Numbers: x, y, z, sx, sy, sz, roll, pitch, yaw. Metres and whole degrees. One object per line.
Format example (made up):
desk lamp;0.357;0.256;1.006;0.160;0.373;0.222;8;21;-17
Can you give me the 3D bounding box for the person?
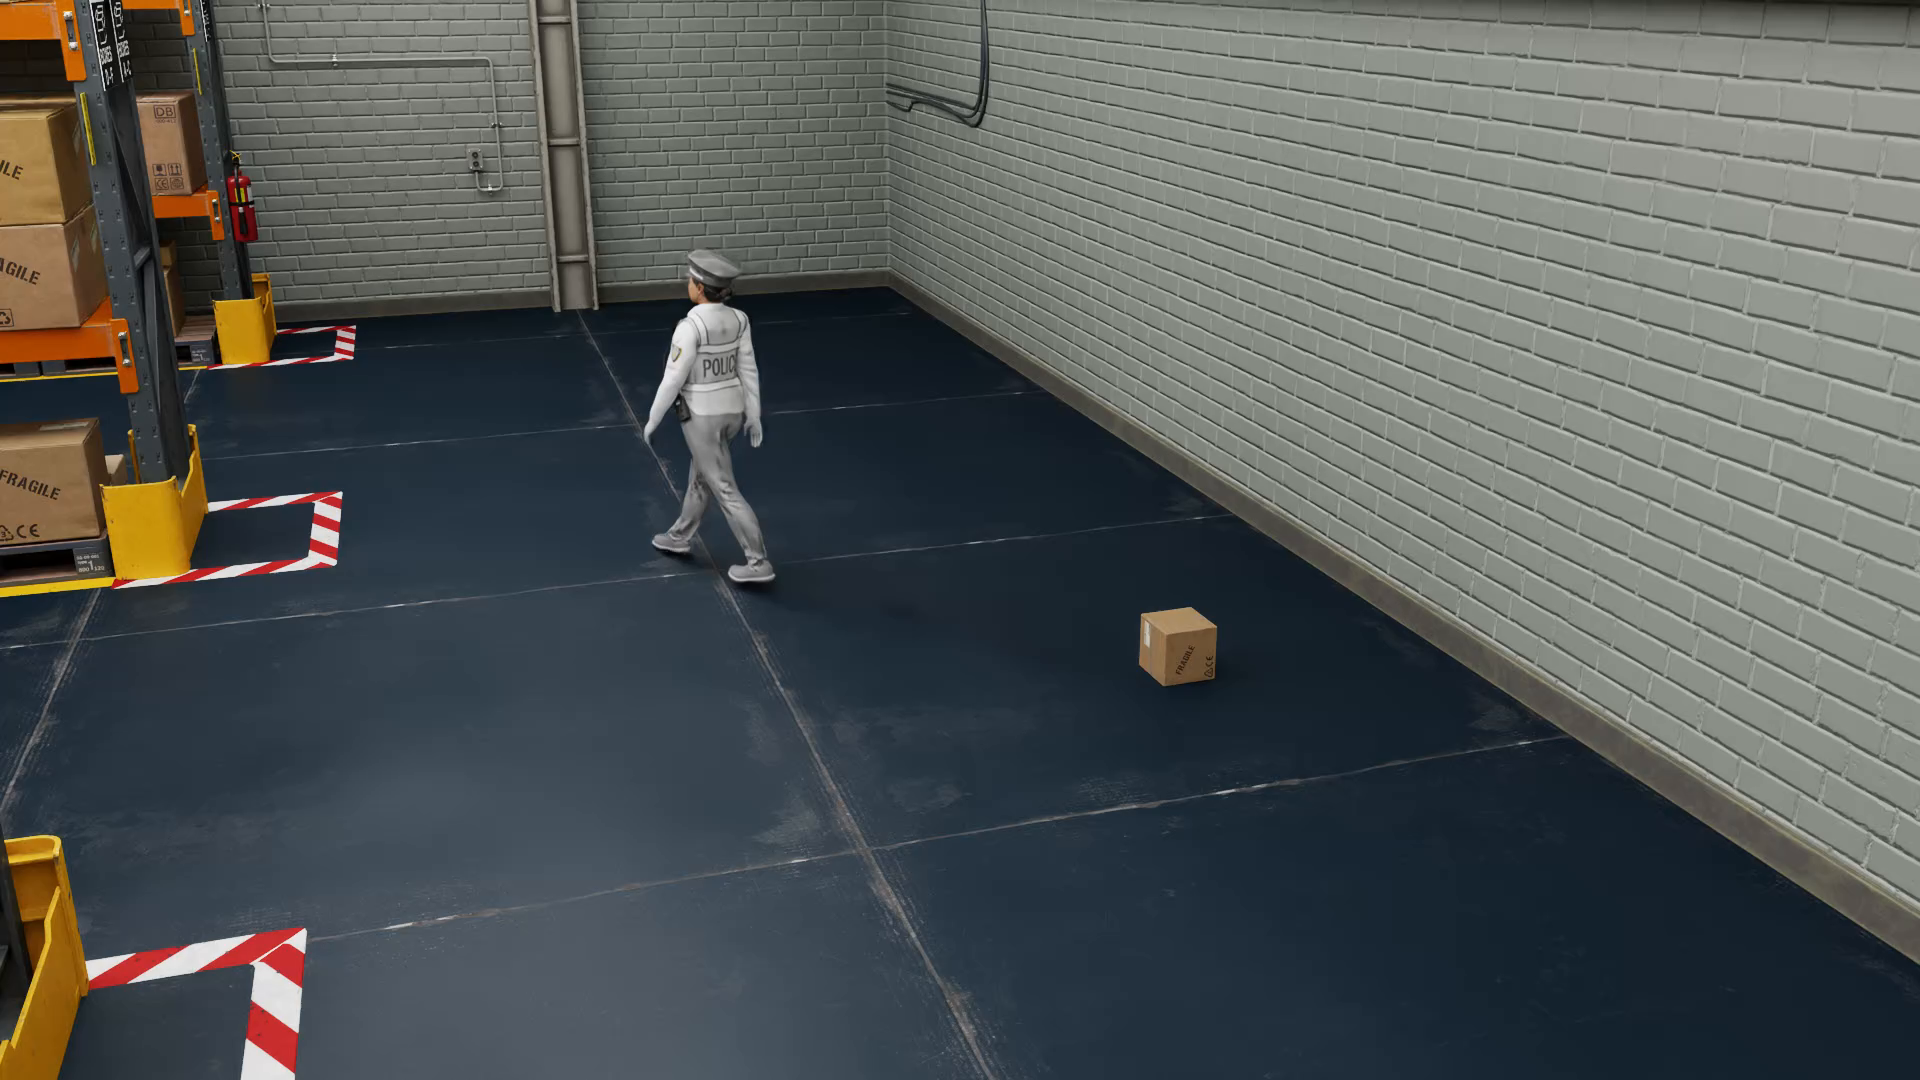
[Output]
person;-1.319;-0.631;8.279;0.937;1.636;0.517;12;23;31
